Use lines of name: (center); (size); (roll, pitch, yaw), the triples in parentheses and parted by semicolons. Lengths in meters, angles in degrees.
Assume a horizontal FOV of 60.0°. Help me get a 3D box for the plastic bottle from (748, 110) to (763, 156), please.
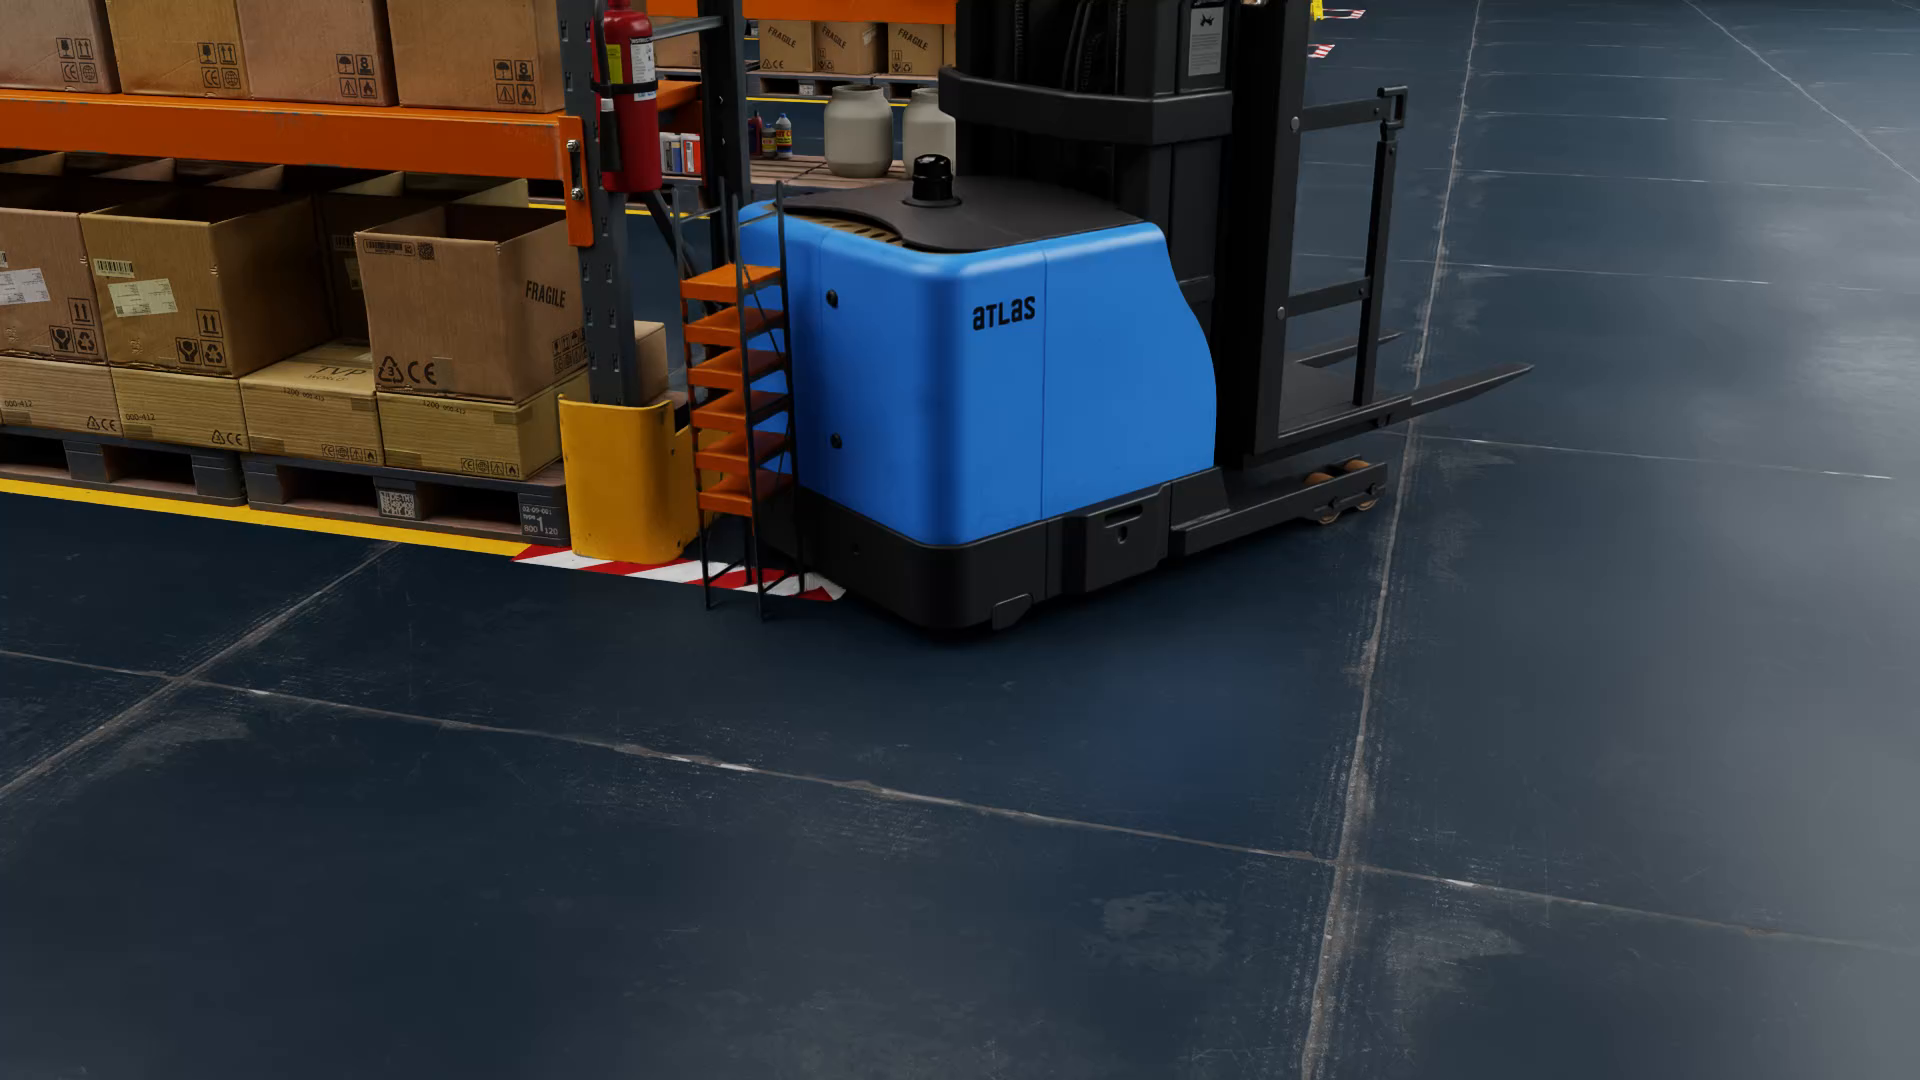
plastic bottle: (-1.340, -2.628, 10.723); (0.133, 0.283, 0.061); (7, 23, 16)

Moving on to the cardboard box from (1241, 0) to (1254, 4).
cardboard box: (2.809, -6.190, 18.653); (0.875, 0.875, 0.875); (7, 23, 16)

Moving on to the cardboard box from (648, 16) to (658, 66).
cardboard box: (-2.914, -4.757, 15.628); (0.500, 0.500, 0.700); (6, 23, 15)

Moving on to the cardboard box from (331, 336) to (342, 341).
cardboard box: (-2.324, -0.708, 6.114); (0.500, 0.250, 0.500); (7, 23, 16)

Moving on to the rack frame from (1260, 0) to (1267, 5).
rack frame: (3.478, -6.928, 18.207); (0.127, 3.000, 1.000); (7, 23, 16)

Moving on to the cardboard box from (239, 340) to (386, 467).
cardboard box: (-1.998, -0.462, 5.514); (0.500, 0.250, 0.500); (7, 23, 16)

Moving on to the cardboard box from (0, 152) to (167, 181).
cardboard box: (-3.284, -1.162, 6.231); (0.500, 0.500, 0.500); (7, 23, 16)

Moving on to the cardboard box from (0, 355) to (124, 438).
cardboard box: (-2.955, -0.572, 5.781); (0.500, 0.250, 0.500); (7, 23, 16)

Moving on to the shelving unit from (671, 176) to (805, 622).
shelving unit: (-0.604, -0.380, 4.611); (0.189, 1.200, 0.258); (9, 24, 24)

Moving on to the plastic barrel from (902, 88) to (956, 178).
plastic barrel: (-0.135, -2.425, 9.954); (0.421, 0.512, 0.421); (0, 22, 0)

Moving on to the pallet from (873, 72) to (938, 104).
pallet: (-0.056, -4.092, 14.966); (1.213, 0.211, 1.003); (7, 23, 16)

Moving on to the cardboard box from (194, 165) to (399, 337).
cardboard box: (-2.328, -1.051, 5.962); (0.500, 0.500, 0.500); (7, 23, 16)

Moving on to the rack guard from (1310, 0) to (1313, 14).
rack guard: (4.738, -7.589, 23.113); (0.348, 0.500, 1.175); (7, 23, 16)

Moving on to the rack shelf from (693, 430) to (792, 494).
rack shelf: (-0.601, -0.228, 4.672); (0.180, 0.103, 0.258); (9, 24, 24)

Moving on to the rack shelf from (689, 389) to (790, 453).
rack shelf: (-0.603, -0.339, 4.627); (0.180, 0.103, 0.258); (9, 24, 24)

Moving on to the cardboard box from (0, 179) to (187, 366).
cardboard box: (-2.956, -0.917, 5.636); (0.500, 0.500, 0.500); (7, 23, 16)

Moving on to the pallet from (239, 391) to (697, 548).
pallet: (-1.661, -0.317, 5.764); (1.213, 0.211, 1.003); (7, 23, 16)

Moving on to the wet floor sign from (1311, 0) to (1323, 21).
wet floor sign: (4.684, -7.239, 22.067); (0.232, 0.644, 0.267); (16, 27, 34)

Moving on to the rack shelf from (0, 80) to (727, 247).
rack shelf: (-2.832, -1.425, 5.738); (4.000, 0.370, 1.077); (7, 23, 16)

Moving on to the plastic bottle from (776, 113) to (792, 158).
plastic bottle: (-1.128, -2.591, 10.649); (0.097, 0.271, 0.097); (0, 22, 0)

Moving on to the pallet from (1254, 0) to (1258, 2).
pallet: (3.970, -7.558, 23.416); (1.213, 0.211, 1.003); (7, 23, 16)

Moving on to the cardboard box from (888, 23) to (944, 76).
cardboard box: (-0.342, -4.455, 14.919); (0.500, 0.500, 0.500); (4, 23, 11)

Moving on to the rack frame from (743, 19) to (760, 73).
rack frame: (-1.881, -5.575, 14.910); (0.127, 3.000, 1.000); (7, 23, 16)

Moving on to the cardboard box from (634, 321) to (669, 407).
cardboard box: (-1.366, -0.600, 5.850); (0.500, 0.250, 0.500); (7, 23, 16)

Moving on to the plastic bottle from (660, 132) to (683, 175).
plastic bottle: (-1.734, -2.376, 10.118); (0.135, 0.276, 0.152); (6, 23, 14)

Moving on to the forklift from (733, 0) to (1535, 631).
forklift: (0.790, -1.546, 5.177); (3.031, 2.935, 1.130); (-17, 28, -36)

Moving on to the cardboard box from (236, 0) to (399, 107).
cardboard box: (-1.864, -1.696, 5.320); (0.500, 0.500, 0.700); (7, 23, 17)

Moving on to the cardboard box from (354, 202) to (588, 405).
cardboard box: (-1.516, -0.758, 5.247); (0.500, 0.500, 0.500); (7, 23, 16)

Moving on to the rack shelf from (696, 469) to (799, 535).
rack shelf: (-0.599, -0.116, 4.717); (0.180, 0.103, 0.258); (9, 24, 24)

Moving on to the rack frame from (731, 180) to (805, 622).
rack frame: (-0.521, -0.367, 4.574); (0.006, 1.200, 0.240); (9, 24, 24)

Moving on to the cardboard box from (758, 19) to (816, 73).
cardboard box: (-1.510, -4.555, 15.162); (0.500, 0.500, 0.500); (6, 23, 14)

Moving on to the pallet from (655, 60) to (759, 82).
pallet: (-2.627, -4.370, 15.646); (1.213, 0.211, 1.003); (7, 23, 16)

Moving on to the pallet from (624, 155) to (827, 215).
pallet: (-1.509, -2.264, 10.511); (1.213, 0.211, 1.003); (7, 23, 16)

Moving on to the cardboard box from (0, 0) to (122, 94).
cardboard box: (-2.843, -1.809, 5.596); (0.500, 0.500, 0.700); (7, 23, 17)
